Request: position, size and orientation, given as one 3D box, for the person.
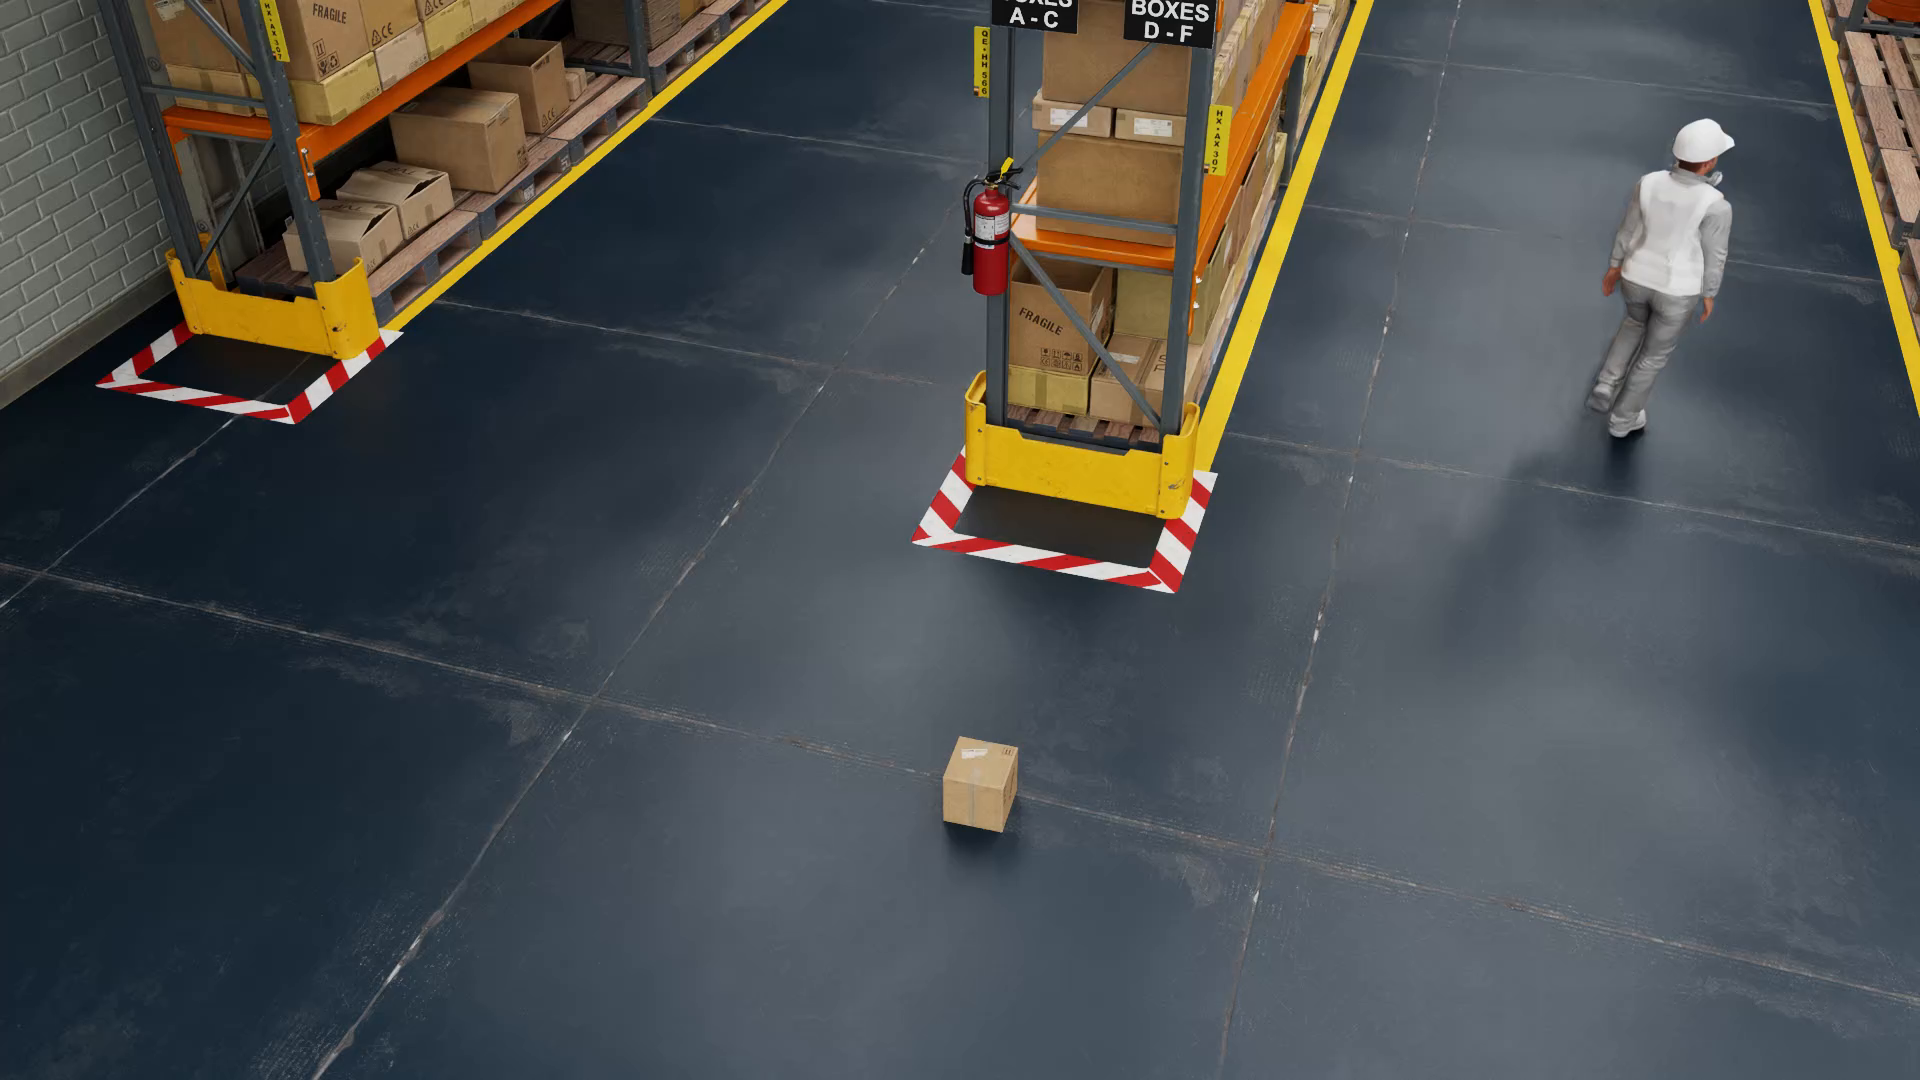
[{"bbox_3d":[3.684,-1.363,8.648,0.459,1.766,0.578,-26,44,-30],"label":"person"}]
